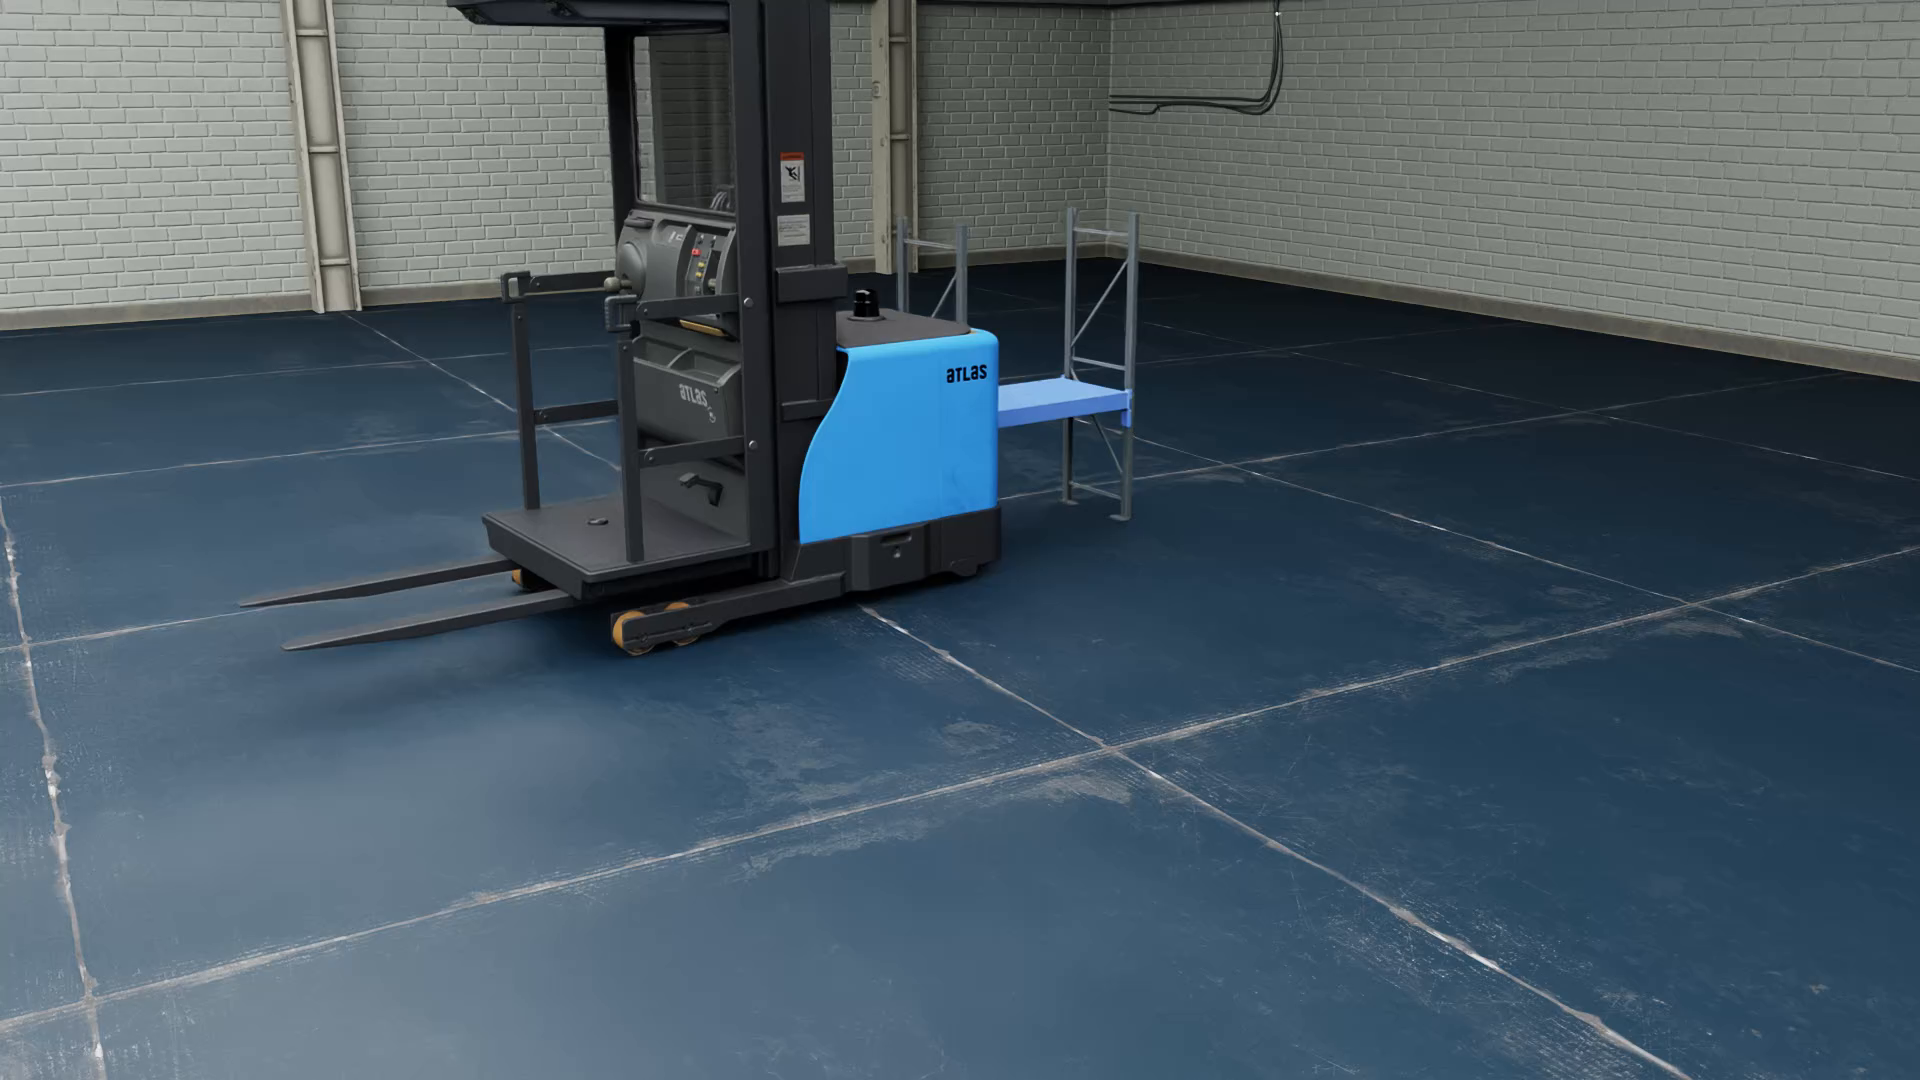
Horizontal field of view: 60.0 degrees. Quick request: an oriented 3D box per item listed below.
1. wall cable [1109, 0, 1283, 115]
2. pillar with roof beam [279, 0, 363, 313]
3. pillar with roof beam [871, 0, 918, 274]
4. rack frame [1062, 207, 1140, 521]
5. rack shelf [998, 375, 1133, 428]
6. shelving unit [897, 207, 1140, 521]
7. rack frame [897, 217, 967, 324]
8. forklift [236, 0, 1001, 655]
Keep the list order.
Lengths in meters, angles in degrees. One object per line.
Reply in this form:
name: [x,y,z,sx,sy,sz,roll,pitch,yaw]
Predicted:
wall cable: [2.496,-5.940,18.180,0.112,2.526,3.097,-9,18,-30]
pillar with roof beam: [-3.637,-5.501,10.863,0.400,9.000,9.100,-9,18,-30]
pillar with roof beam: [1.506,-6.335,13.838,0.400,9.000,9.100,-9,18,-30]
rack frame: [0.690,-0.872,8.242,0.032,1.500,0.500,-11,19,-35]
rack shelf: [0.280,-0.618,8.001,1.000,0.185,0.538,-11,19,-35]
shelving unit: [0.280,-0.791,7.952,1.048,1.500,0.538,-11,19,-35]
rack frame: [-0.129,-0.709,7.662,0.032,1.500,0.500,-11,19,-35]
forklift: [-1.307,-1.133,6.522,3.031,2.935,1.130,-11,19,-35]
